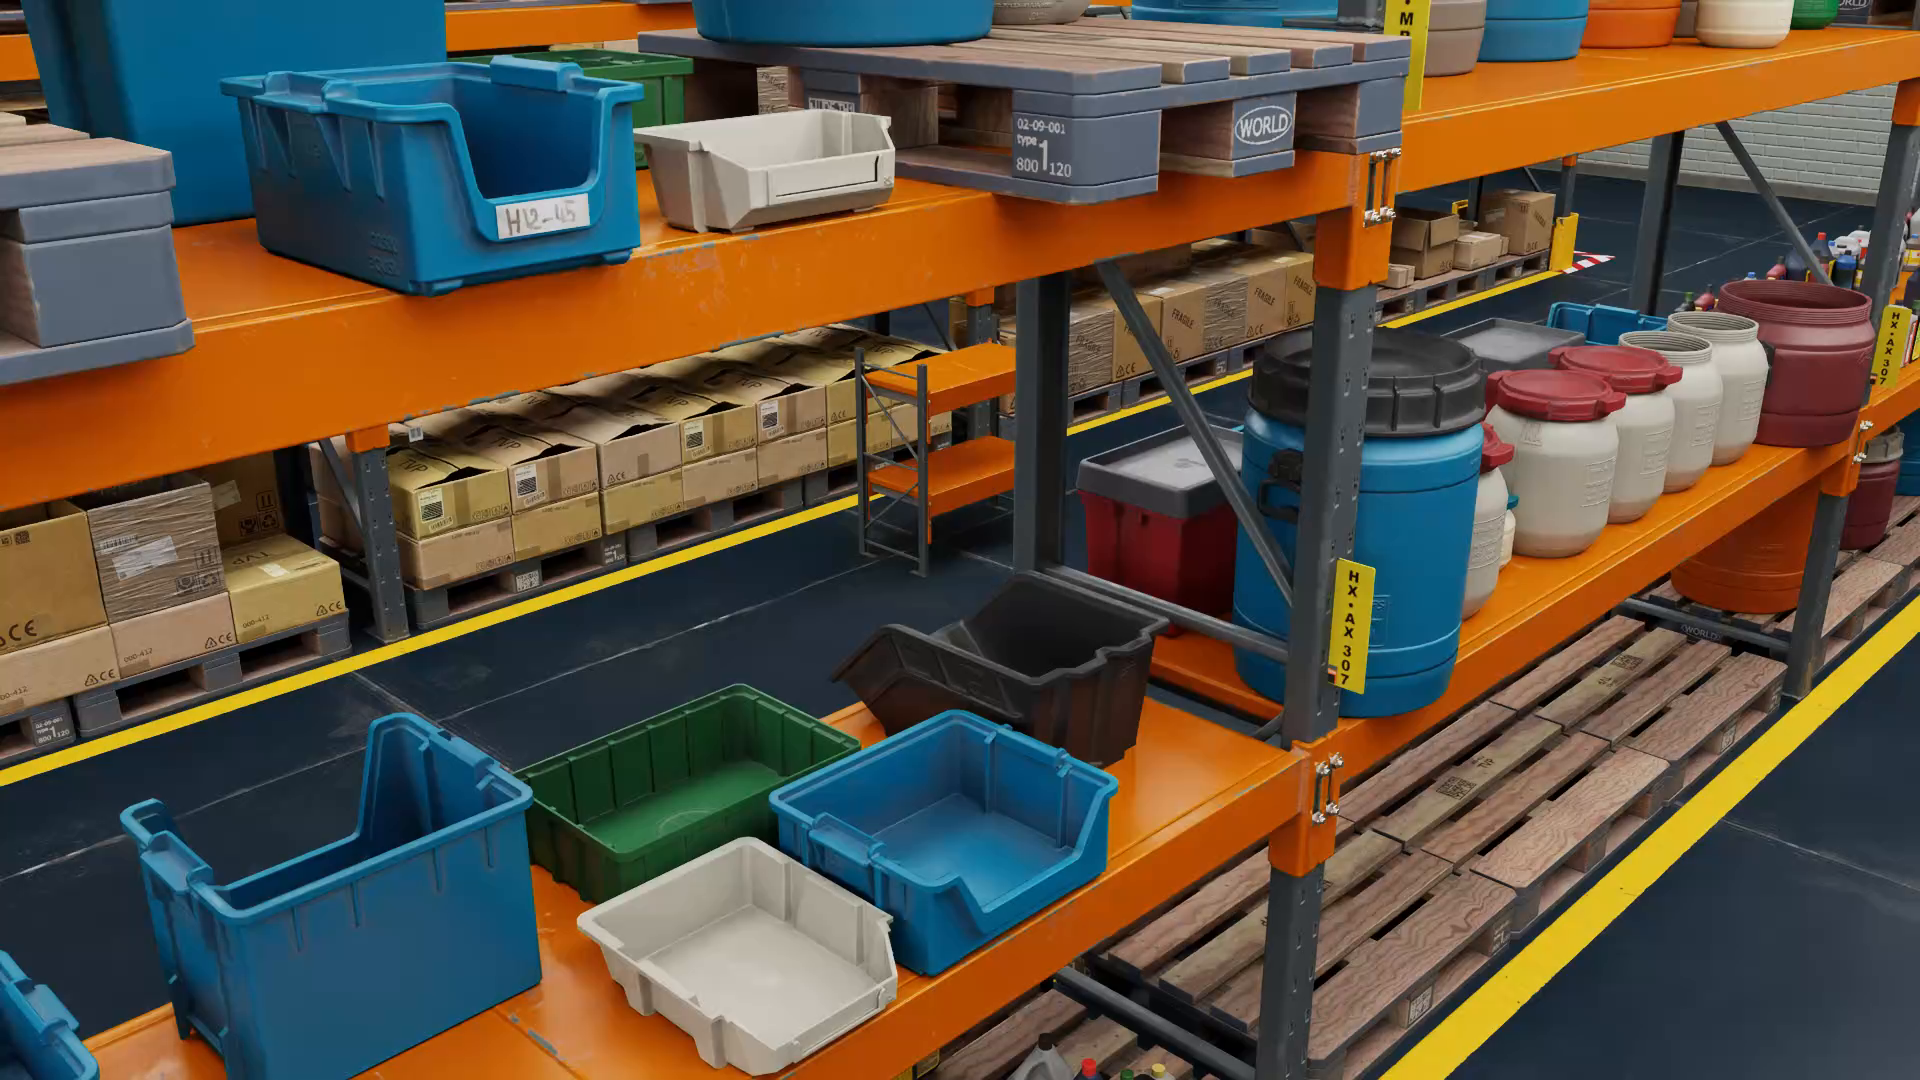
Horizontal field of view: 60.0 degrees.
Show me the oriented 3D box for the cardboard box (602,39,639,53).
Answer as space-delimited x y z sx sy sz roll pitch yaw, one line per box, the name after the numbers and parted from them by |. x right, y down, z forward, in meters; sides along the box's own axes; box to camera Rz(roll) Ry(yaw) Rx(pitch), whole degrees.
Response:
-2.886 -4.048 13.798 0.500 0.250 0.500 19 28 40 | cardboard box

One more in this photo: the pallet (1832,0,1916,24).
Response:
3.940 -2.317 7.004 1.003 0.211 1.213 19 28 41 | pallet

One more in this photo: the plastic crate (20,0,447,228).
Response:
-1.130 -0.735 2.646 0.392 0.384 0.575 19 28 41 | plastic crate

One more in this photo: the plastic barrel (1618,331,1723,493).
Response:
2.478 -0.459 5.932 0.421 0.512 0.421 0 21 0 | plastic barrel

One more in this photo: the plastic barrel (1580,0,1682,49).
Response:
2.152 -2.109 5.600 0.600 0.830 0.708 19 28 41 | plastic barrel

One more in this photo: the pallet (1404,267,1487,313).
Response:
3.912 -2.291 14.742 1.003 0.211 1.213 19 28 41 | pallet

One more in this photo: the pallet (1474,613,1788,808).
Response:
2.769 0.658 7.068 1.003 0.211 1.213 19 28 41 | pallet

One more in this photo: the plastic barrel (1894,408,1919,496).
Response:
5.241 -0.760 9.210 0.600 0.901 0.708 19 28 41 | plastic barrel

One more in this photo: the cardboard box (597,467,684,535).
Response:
-1.824 -0.264 8.829 0.500 0.250 0.500 18 28 39 | cardboard box

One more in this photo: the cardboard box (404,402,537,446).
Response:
-2.564 -0.531 8.740 0.500 0.311 0.500 -19 28 -41 | cardboard box

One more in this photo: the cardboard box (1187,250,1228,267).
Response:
1.705 -1.937 12.804 0.500 0.500 0.500 -20 28 -41 | cardboard box

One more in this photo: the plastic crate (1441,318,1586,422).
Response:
1.990 -0.524 6.168 0.402 0.464 0.583 19 28 41 | plastic crate

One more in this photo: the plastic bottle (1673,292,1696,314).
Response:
3.313 -0.989 7.630 0.061 0.283 0.133 19 28 41 | plastic bottle

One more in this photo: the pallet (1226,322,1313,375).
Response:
2.040 -1.582 12.895 1.003 0.211 1.213 19 28 41 | pallet

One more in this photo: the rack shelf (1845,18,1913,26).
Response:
4.732 -2.411 7.989 1.077 0.370 4.000 19 28 41 | rack shelf

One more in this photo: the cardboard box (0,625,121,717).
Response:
-3.861 0.474 6.907 0.500 0.250 0.500 19 28 41 | cardboard box

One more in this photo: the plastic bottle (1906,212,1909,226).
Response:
5.473 -1.785 9.700 0.061 0.283 0.133 19 28 41 | plastic bottle

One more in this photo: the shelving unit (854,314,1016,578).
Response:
0.005 -0.527 8.877 0.538 1.125 1.048 19 28 41 | shelving unit

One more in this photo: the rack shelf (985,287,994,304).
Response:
1.186 -2.252 11.755 1.077 0.370 4.000 19 28 41 | rack shelf

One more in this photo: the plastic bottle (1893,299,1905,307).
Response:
4.250 -0.960 7.571 0.097 0.271 0.097 0 21 0 | plastic bottle

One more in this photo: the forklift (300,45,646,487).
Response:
-3.225 -2.140 10.556 1.130 2.935 3.031 15 26 34 | forklift

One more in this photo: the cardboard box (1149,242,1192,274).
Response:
1.371 -2.170 12.365 0.500 0.250 0.500 19 28 41 | cardboard box

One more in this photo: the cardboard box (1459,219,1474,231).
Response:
4.440 -2.855 15.540 0.500 0.250 0.500 19 28 41 | cardboard box

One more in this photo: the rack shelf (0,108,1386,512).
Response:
-0.849 -0.355 2.639 1.077 0.370 4.000 19 28 41 | rack shelf

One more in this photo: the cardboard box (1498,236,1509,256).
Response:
4.821 -2.730 15.332 0.380 0.166 0.250 19 28 41 | cardboard box

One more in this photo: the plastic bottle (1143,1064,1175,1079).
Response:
0.517 1.467 4.363 0.097 0.201 0.097 0 21 0 | plastic bottle

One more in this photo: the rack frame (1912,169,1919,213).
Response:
6.127 -1.861 9.736 1.000 3.000 0.127 19 28 41 | rack frame

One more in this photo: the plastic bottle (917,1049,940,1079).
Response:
-0.119 1.347 4.563 0.061 0.283 0.133 19 28 41 | plastic bottle

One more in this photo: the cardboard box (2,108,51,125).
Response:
-3.657 -1.452 6.723 0.700 0.500 0.500 19 28 41 | cardboard box

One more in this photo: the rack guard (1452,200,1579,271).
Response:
5.318 -2.944 16.036 1.175 0.500 0.348 19 28 41 | rack guard

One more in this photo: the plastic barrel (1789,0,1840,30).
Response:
3.201 -2.084 6.352 0.294 0.245 0.294 0 21 0 | plastic barrel

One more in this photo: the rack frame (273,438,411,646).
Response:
-3.000 -1.045 7.613 1.000 3.000 0.127 19 28 41 | rack frame

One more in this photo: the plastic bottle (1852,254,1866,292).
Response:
4.826 -1.421 8.867 0.097 0.201 0.097 0 21 0 | plastic bottle

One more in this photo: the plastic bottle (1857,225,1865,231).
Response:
4.946 -1.591 9.195 0.061 0.283 0.133 19 28 41 | plastic bottle

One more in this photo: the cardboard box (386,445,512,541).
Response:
-2.533 -0.264 8.045 0.500 0.311 0.500 19 28 41 | cardboard box

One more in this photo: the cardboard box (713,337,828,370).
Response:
-1.146 -1.050 10.090 0.500 0.311 0.500 18 28 39 | cardboard box

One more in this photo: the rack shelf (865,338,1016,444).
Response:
0.005 -0.800 8.772 0.538 0.278 1.000 19 28 41 | rack shelf

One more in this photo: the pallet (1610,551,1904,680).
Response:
3.857 0.256 8.115 1.003 0.211 1.213 19 28 41 | pallet

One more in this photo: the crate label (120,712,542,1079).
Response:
-1.154 0.666 3.111 0.502 0.435 0.616 19 28 41 | crate label

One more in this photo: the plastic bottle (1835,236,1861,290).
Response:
4.724 -1.482 8.922 0.152 0.276 0.135 19 28 41 | plastic bottle

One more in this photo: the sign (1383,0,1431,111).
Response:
0.933 -1.068 3.480 0.100 0.325 0.005 19 28 41 | sign

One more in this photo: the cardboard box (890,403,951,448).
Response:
-0.402 -0.790 10.196 0.500 0.250 0.500 -19 28 -41 | cardboard box

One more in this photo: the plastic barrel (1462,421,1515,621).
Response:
1.371 -0.059 4.858 0.433 0.535 0.433 0 21 0 | plastic barrel

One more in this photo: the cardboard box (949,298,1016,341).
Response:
0.275 -1.411 11.436 0.500 0.500 0.500 -19 28 -40 | cardboard box

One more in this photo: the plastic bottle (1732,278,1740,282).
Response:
3.704 -1.118 7.982 0.097 0.271 0.097 0 21 0 | plastic bottle

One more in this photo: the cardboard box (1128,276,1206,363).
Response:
1.388 -1.557 11.815 0.500 0.500 0.500 18 27 39 | cardboard box

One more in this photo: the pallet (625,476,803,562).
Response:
-1.663 -0.258 9.452 1.003 0.211 1.213 19 28 41 | pallet

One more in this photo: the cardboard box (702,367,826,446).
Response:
-1.111 -0.787 9.408 0.500 0.311 0.500 19 28 40 | cardboard box
